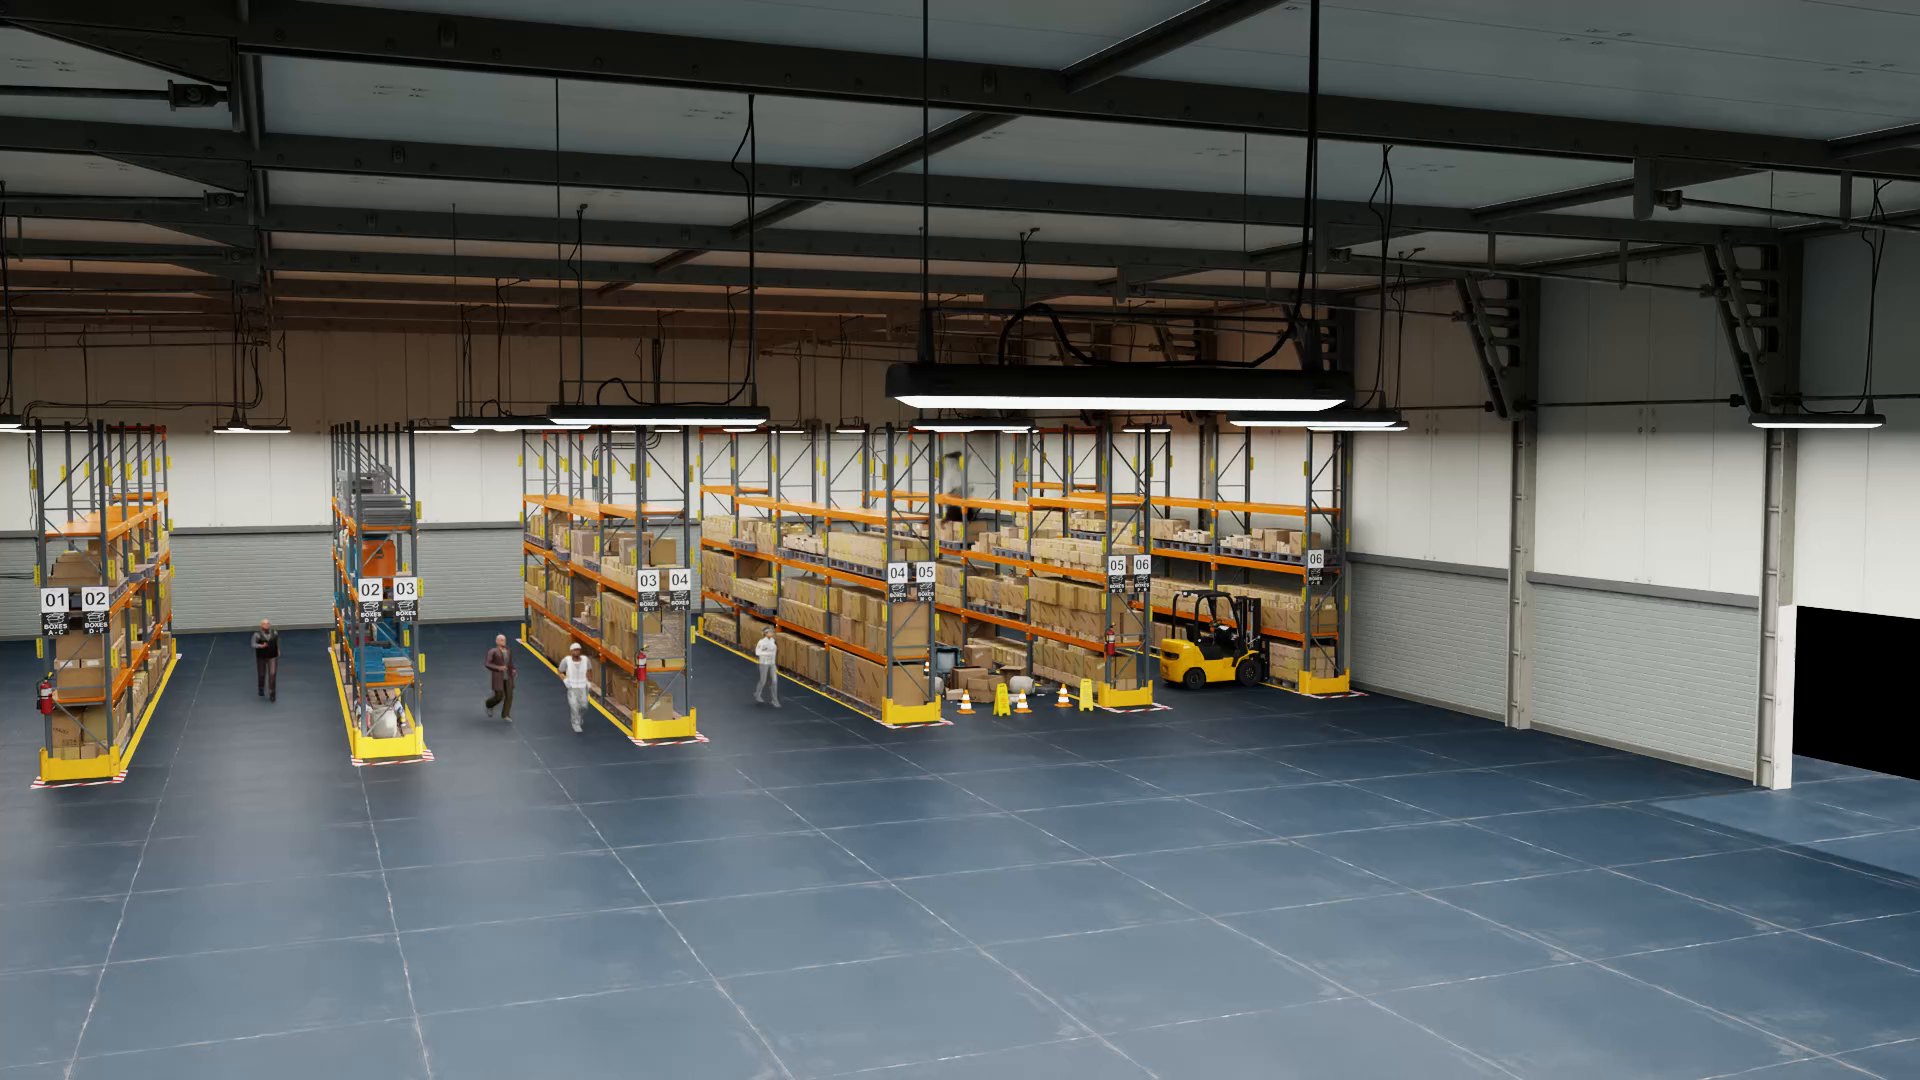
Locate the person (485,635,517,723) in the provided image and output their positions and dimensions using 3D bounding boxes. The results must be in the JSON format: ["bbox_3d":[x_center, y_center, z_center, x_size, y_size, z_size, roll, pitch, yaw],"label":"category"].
[{"bbox_3d":[-9.202,2.763,33.299,0.835,1.745,0.712,3,5,42],"label":"person"}]

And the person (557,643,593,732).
[{"bbox_3d":[-7.432,2.846,32.169,0.691,1.735,0.615,-2,4,-25],"label":"person"}]

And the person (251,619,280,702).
[{"bbox_3d":[-15.055,2.587,36.076,0.635,1.753,0.907,-2,4,-31],"label":"person"}]

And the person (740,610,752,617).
[{"bbox_3d":[-6.464,1.739,49.648,0.869,1.809,0.670,-2,4,-31],"label":"person"}]

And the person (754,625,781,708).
[{"bbox_3d":[-4.117,2.671,35.307,0.588,1.732,0.830,-3,5,-43],"label":"person"}]
